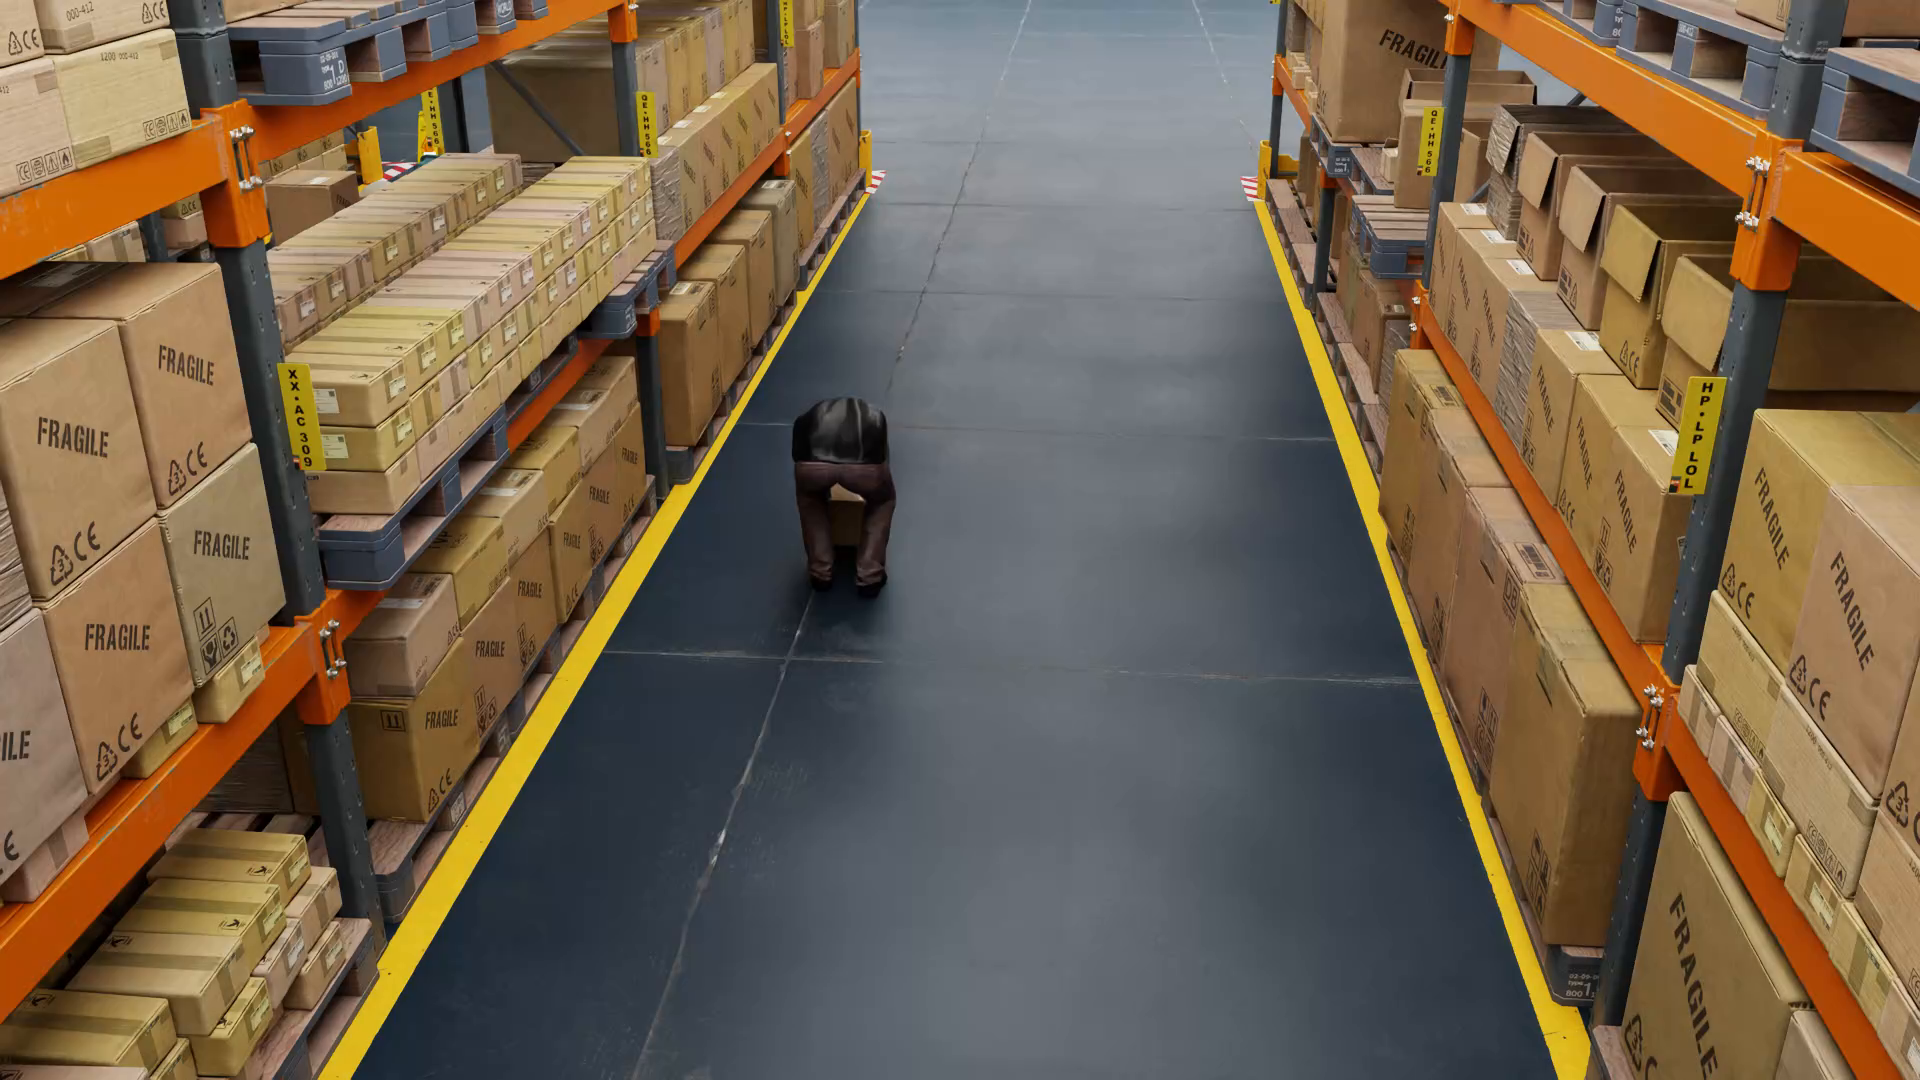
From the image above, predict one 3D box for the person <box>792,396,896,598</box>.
[{"bbox_3d":[-0.561,-0.288,8.175,0.497,0.973,0.944,1,24,2],"label":"person"}]
